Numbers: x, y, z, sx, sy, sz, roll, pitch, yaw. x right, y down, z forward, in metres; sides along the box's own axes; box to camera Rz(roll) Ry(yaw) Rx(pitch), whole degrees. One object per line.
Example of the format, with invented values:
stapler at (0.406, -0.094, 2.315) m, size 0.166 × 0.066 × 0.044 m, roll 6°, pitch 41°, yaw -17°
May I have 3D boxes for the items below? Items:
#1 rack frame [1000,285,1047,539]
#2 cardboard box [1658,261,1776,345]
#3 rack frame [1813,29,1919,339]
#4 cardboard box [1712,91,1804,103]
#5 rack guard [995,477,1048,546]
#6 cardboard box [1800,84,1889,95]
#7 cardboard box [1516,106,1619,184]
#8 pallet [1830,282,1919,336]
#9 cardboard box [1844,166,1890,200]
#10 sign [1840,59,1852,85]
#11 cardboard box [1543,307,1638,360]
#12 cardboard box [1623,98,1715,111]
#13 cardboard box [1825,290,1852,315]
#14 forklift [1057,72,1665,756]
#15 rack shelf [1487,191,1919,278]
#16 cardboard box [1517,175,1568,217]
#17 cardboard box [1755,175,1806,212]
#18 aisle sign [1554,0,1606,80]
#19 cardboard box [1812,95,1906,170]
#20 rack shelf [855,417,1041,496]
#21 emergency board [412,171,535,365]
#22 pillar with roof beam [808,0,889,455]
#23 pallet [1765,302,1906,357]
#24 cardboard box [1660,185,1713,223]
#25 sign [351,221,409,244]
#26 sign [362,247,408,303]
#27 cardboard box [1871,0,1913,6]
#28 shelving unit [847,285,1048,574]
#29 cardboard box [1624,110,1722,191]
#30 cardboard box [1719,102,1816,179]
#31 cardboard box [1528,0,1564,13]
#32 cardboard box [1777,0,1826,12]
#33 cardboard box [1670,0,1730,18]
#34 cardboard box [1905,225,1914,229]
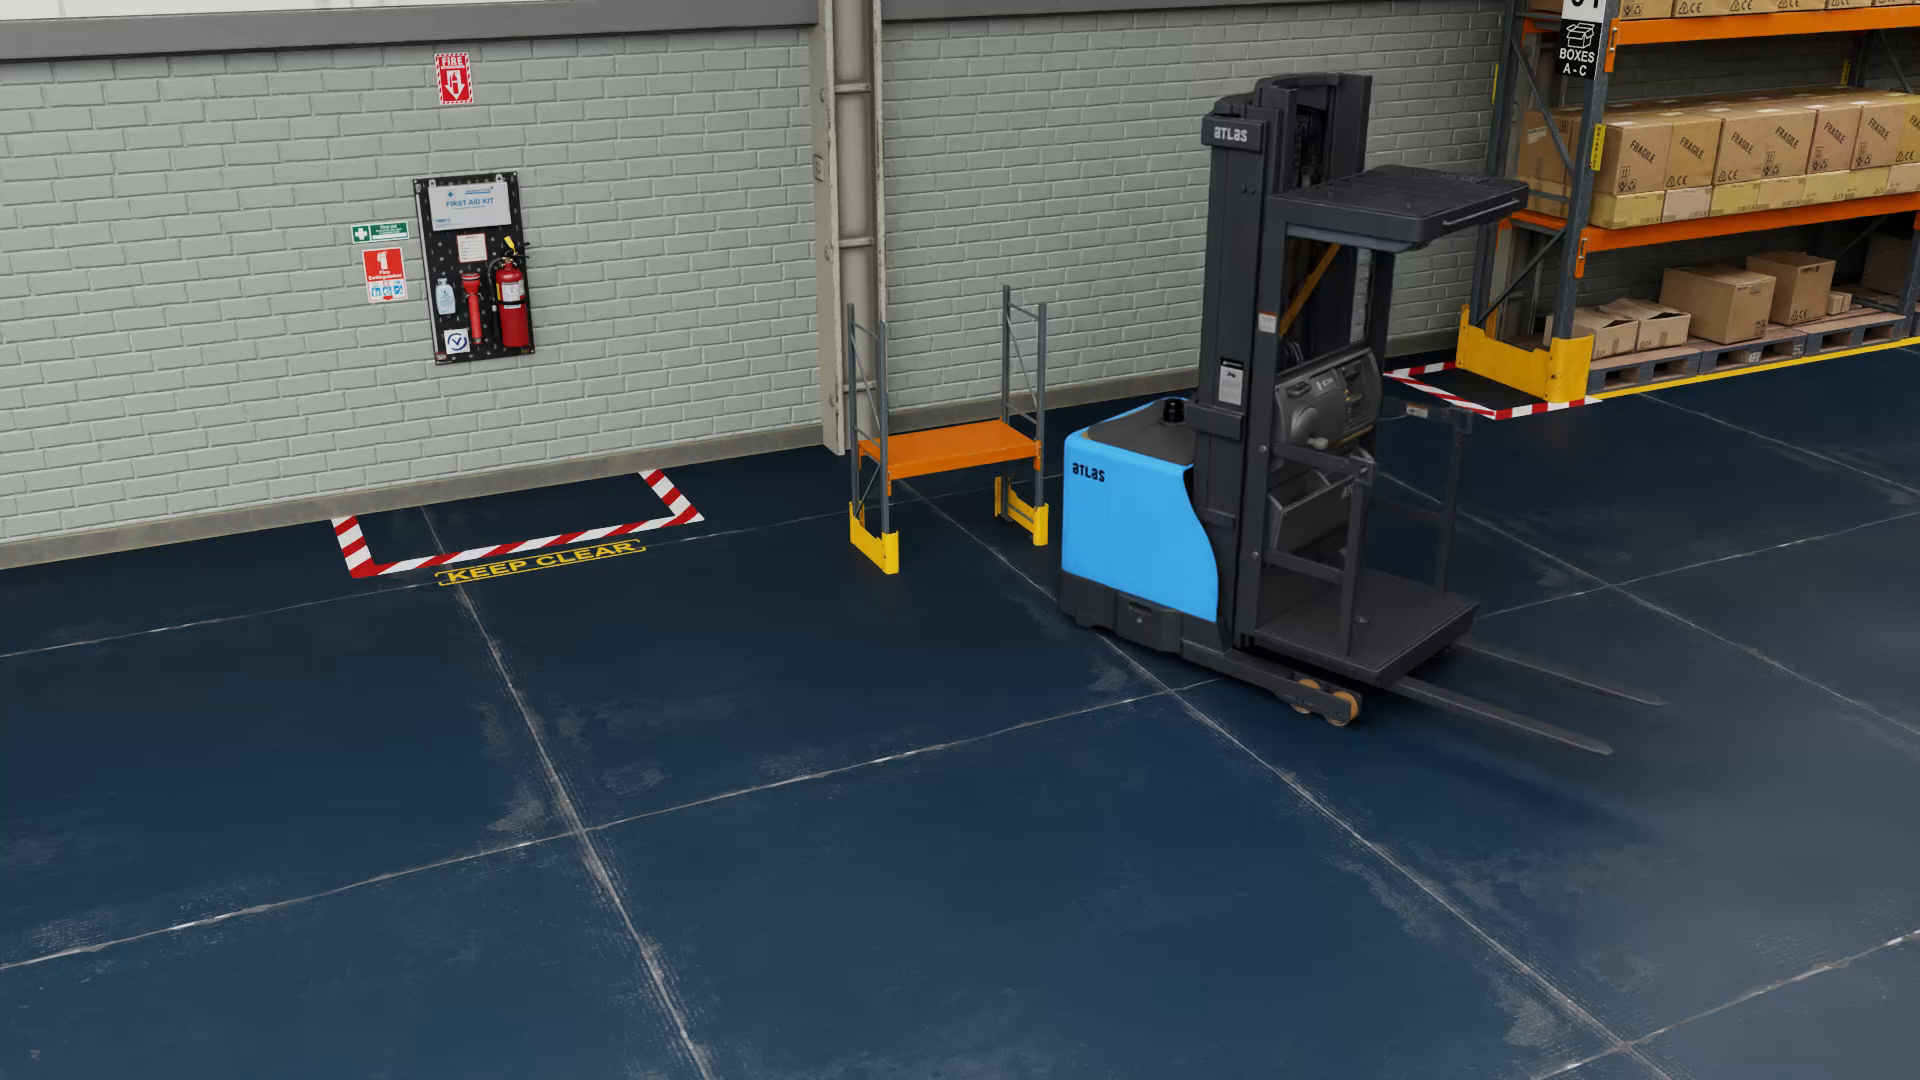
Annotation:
rack frame at (0.381, -0.763, 10.133) m, size 0.032 × 1.500 × 0.500 m, roll -10°, pitch 25°, yaw -24°
cardboard box at (6.262, -1.978, 13.800) m, size 0.500 × 0.500 × 0.700 m, roll -12°, pitch 25°, yaw -27°
rack frame at (8.008, -3.311, 14.326) m, size 0.127 × 3.000 × 1.000 m, roll -10°, pitch 25°, yaw -24°
cardboard box at (6.574, -3.426, 13.794) m, size 0.500 × 0.500 × 0.500 m, roll -10°, pitch 24°, yaw -22°
rack guard at (0.380, -0.185, 10.371) m, size 0.087 × 0.250 × 0.587 m, roll -10°, pitch 25°, yaw -24°
cardboard box at (7.493, -3.591, 14.193) m, size 0.500 × 0.500 × 0.500 m, roll -11°, pitch 25°, yaw -25°
cardboard box at (4.736, -3.085, 12.970) m, size 0.500 × 0.500 × 0.500 m, roll -11°, pitch 25°, yaw -24°
pallet at (8.708, -2.152, 15.173) m, size 1.213 × 0.211 × 1.003 m, roll -10°, pitch 25°, yaw -24°
cardboard box at (7.260, -2.988, 13.716) m, size 0.500 × 0.250 × 0.500 m, roll -10°, pitch 25°, yaw -23°
sign at (7.764, -4.036, 14.565) m, size 0.005 × 0.325 × 0.100 m, roll -10°, pitch 25°, yaw -24°
cardboard box at (5.066, -1.692, 13.356) m, size 0.500 × 0.311 × 0.500 m, roll -14°, pitch 26°, yaw -30°
cardboard box at (5.658, -3.252, 13.375) m, size 0.500 × 0.500 × 0.500 m, roll -11°, pitch 25°, yaw -25°
cardboard box at (7.538, -2.106, 14.544) m, size 0.250 × 0.166 × 0.380 m, roll -14°, pitch 26°, yaw -30°
forklift at (1.970, -0.678, 8.056) m, size 3.031 × 2.935 × 1.130 m, roll 19°, pitch 29°, yaw 38°
rack shelf at (6.205, -2.647, 13.662) m, size 4.000 × 0.370 × 1.077 m, roll -10°, pitch 25°, yaw -24°
cardboard box at (4.740, -2.731, 13.097) m, size 0.500 × 0.250 × 0.500 m, roll -10°, pitch 25°, yaw -23°
cardboard box at (6.360, -2.815, 13.299) m, size 0.500 × 0.250 × 0.500 m, roll -10°, pitch 25°, yaw -23°
aisle sign at (4.469, -3.733, 11.947) m, size 0.004 × 0.787 × 0.394 m, roll -10°, pitch 25°, yaw -24°
cardboard box at (7.268, -3.327, 13.556) m, size 0.500 × 0.500 × 0.500 m, roll -11°, pitch 25°, yaw -24°
rack shelf at (-0.077, -0.513, 9.998) m, size 1.000 × 0.185 × 0.538 m, roll -10°, pitch 25°, yaw -24°
emergency board at (-2.991, -1.669, 10.361) m, size 0.643 × 1.169 × 0.194 m, roll -10°, pitch 25°, yaw -24°
pillar with roof beam at (1.120, -3.354, 6.588) m, size 0.400 × 9.000 × 9.100 m, roll -10°, pitch 25°, yaw -24°
pallet at (7.418, -1.899, 14.561) m, size 1.213 × 0.211 × 1.003 m, roll -10°, pitch 25°, yaw -24°
cardboard box at (5.442, -2.650, 12.899) m, size 0.500 × 0.250 × 0.500 m, roll -11°, pitch 25°, yaw -25°
sign at (-3.526, -1.872, 10.111) m, size 0.331 × 0.109 × 0.001 m, roll -10°, pitch 25°, yaw -24°
sign at (-3.534, -1.630, 10.218) m, size 0.234 × 0.329 × 0.001 m, roll -10°, pitch 25°, yaw -24°
cardboard box at (7.198, -4.504, 13.129) m, size 0.500 × 0.500 × 0.500 m, roll -13°, pitch 26°, yaw -28°
shelving unit at (-0.069, -0.680, 9.933) m, size 1.083 × 1.500 × 0.587 m, roll -10°, pitch 25°, yaw -24°
cardboard box at (5.413, -2.988, 12.735) m, size 0.500 × 0.500 × 0.500 m, roll -10°, pitch 25°, yaw -23°
cardboard box at (6.342, -3.161, 13.154) m, size 0.500 × 0.500 × 0.500 m, roll -10°, pitch 24°, yaw -22°
cardboard box at (4.669, -4.245, 12.505) m, size 0.500 × 0.500 × 0.500 m, roll -9°, pitch 24°, yaw -20°
cardboard box at (6.252, -4.318, 12.682) m, size 0.500 × 0.500 × 0.500 m, roll -9°, pitch 24°, yaw -20°
cardboard box at (5.312, -4.135, 12.238) m, size 0.500 × 0.500 × 0.500 m, roll -9°, pitch 24°, yaw -20°
cardboard box at (9.107, -2.590, 15.278) m, size 0.500 × 0.500 × 0.700 m, roll -11°, pitch 25°, yaw -25°
